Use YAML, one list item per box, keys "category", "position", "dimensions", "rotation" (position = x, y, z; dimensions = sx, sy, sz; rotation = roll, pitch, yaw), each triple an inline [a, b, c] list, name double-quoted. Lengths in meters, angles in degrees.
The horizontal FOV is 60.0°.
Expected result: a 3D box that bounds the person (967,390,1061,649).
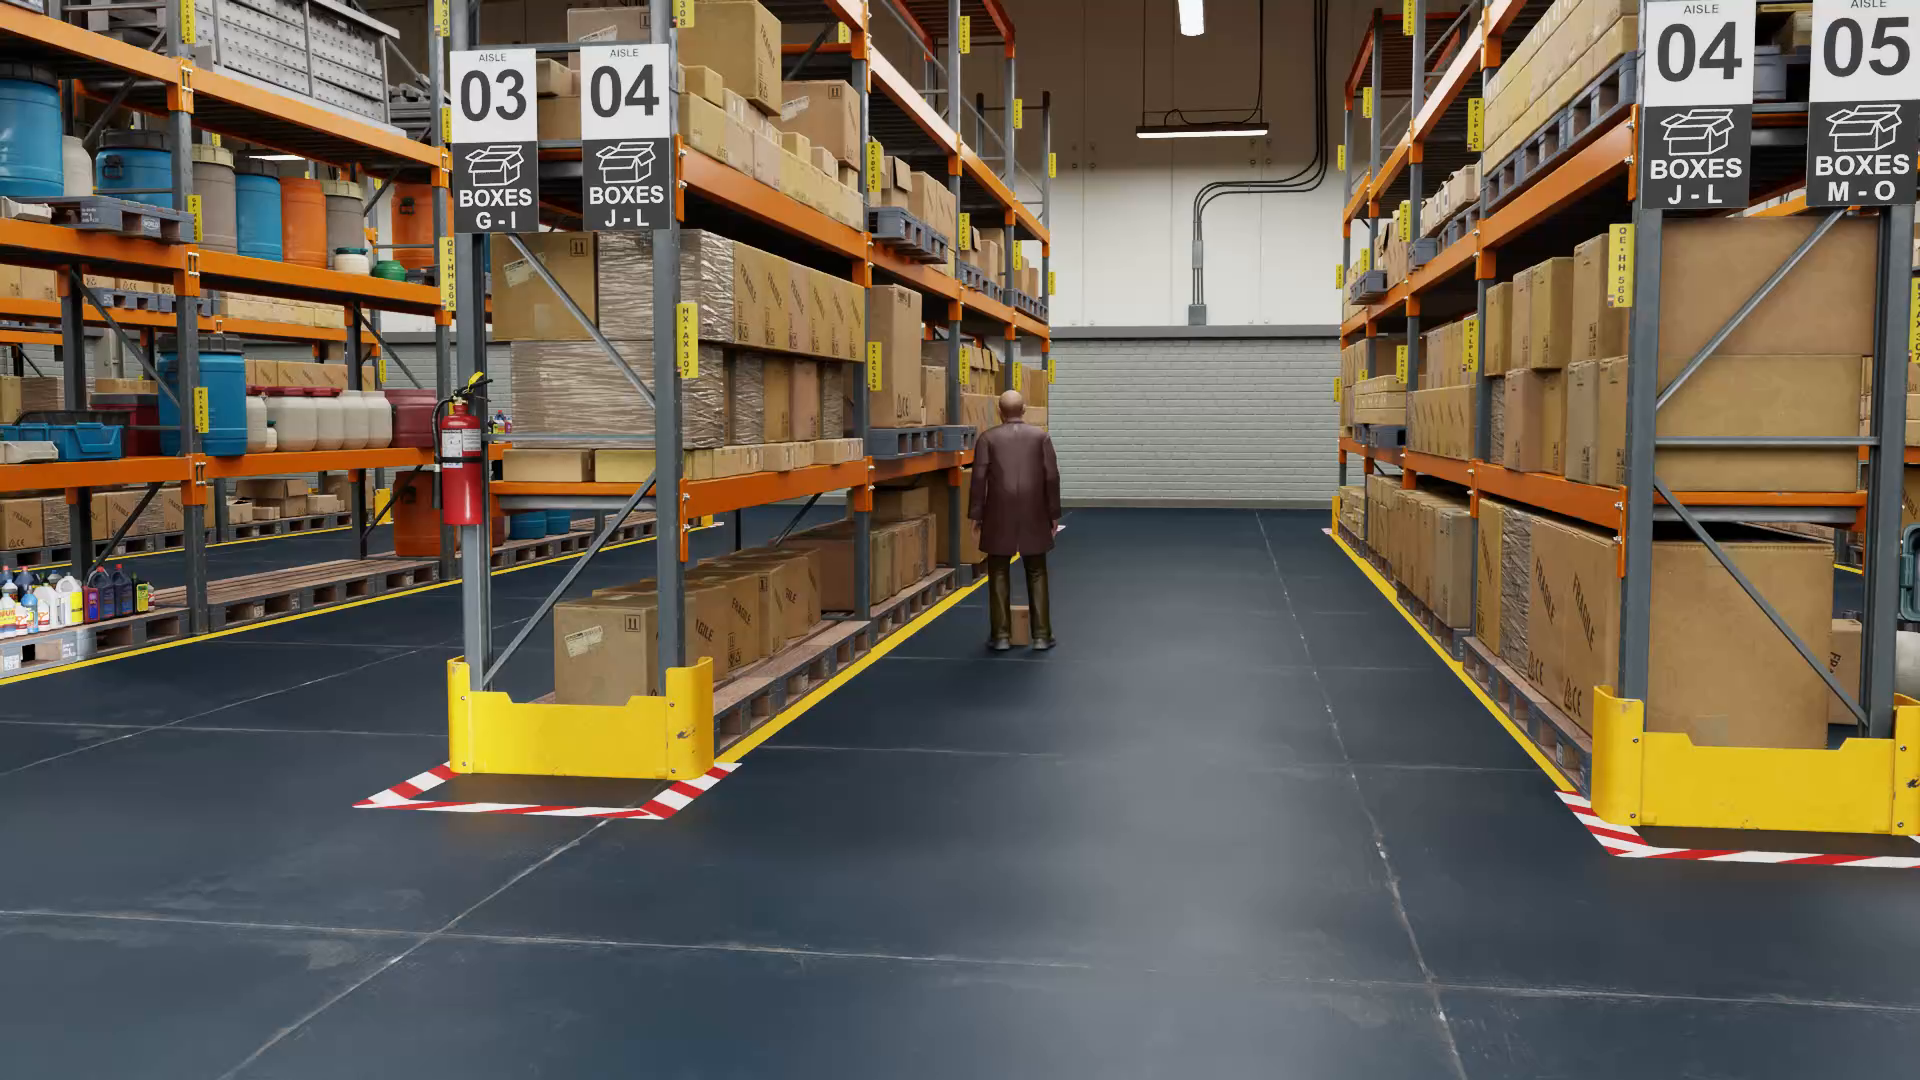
- category: "person"
  position: [0.373, -0.084, 11.431]
  dimensions: [0.653, 1.660, 0.427]
  rotation: [0, 4, -3]
